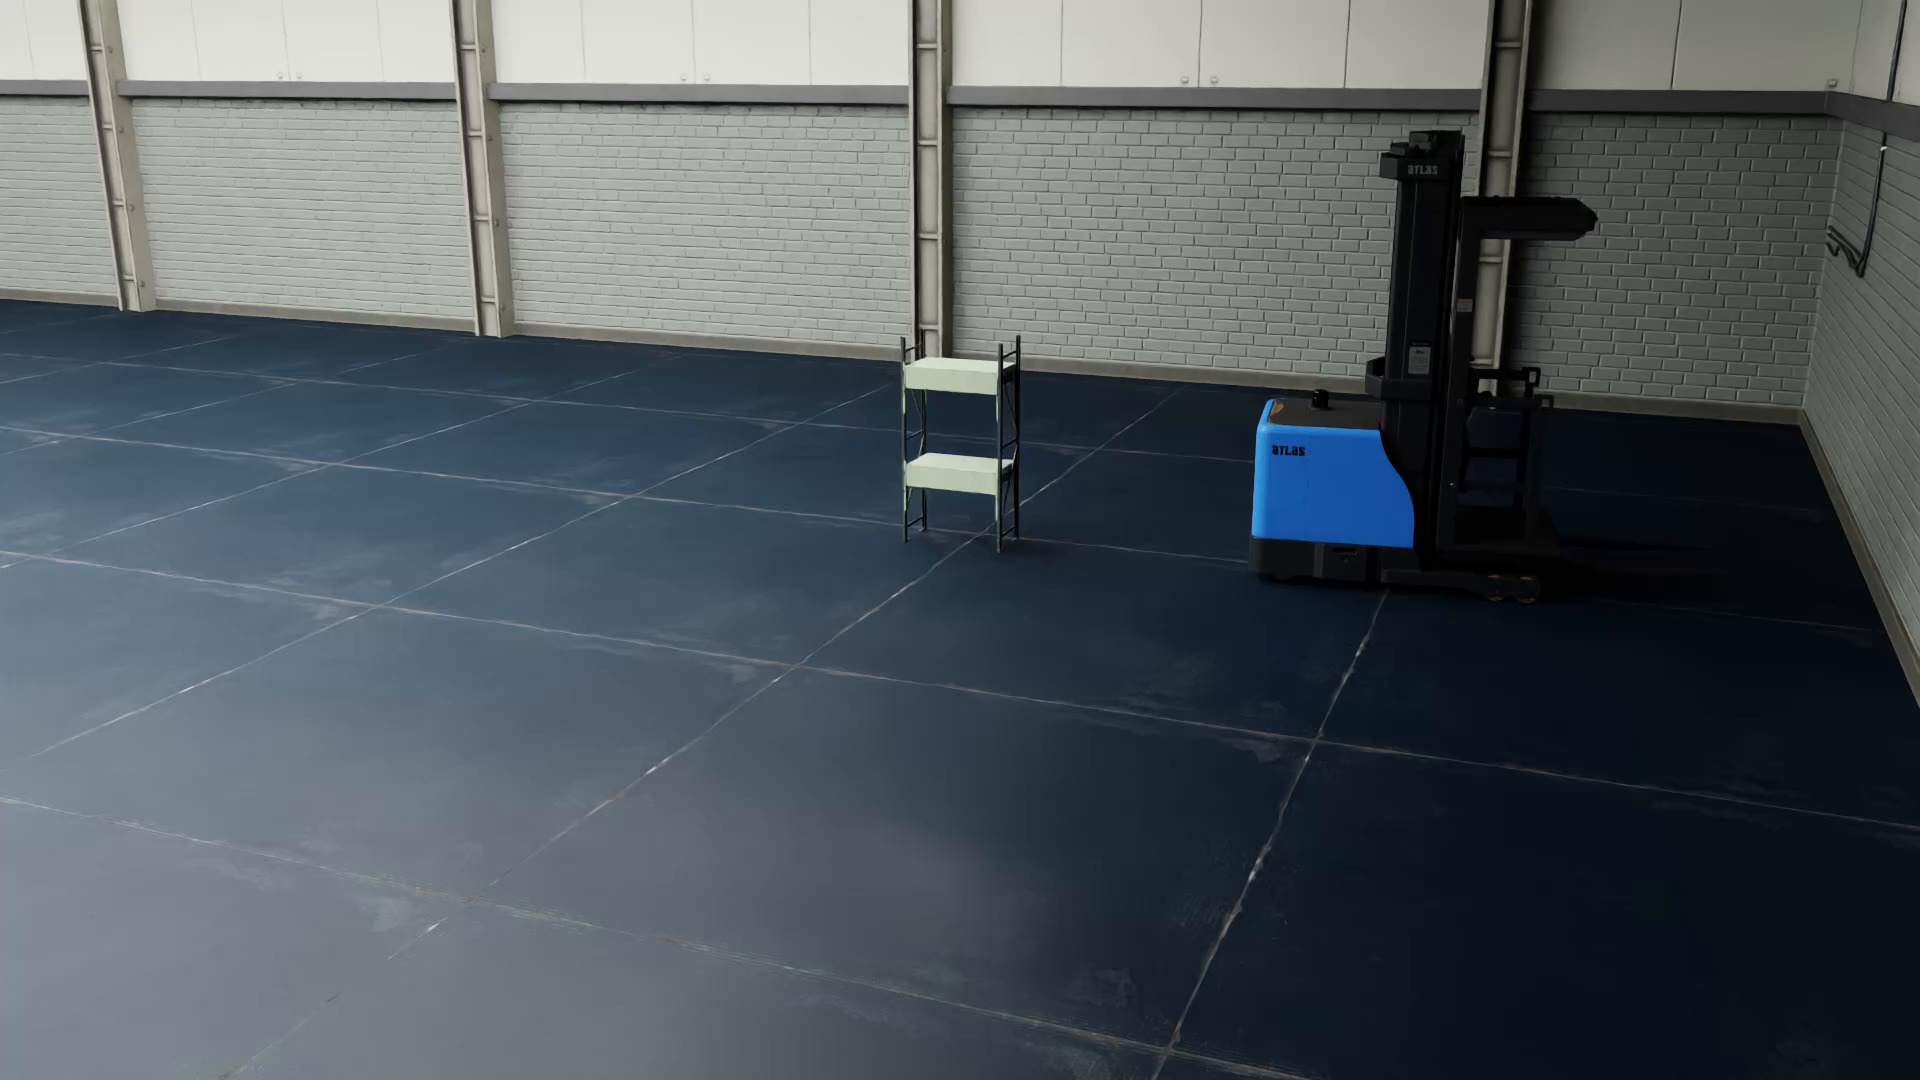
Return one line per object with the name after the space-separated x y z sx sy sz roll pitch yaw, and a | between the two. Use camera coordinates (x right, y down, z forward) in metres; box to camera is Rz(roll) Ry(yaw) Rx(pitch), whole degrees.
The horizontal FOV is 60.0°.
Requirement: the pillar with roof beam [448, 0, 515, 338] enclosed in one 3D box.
-7.485 -5.812 16.052 0.400 9.000 9.100 6 17 21 | pillar with roof beam

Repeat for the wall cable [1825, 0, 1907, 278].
7.513 -3.565 13.883 0.112 2.526 3.097 6 17 21 | wall cable

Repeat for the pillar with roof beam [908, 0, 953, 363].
-1.903 -5.198 13.938 0.400 9.000 9.100 6 17 21 | pillar with roof beam

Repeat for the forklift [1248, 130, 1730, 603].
3.523 -1.163 10.924 3.031 2.935 1.130 4 17 13 | forklift

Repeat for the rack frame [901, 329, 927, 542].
-0.334 -0.757 12.091 0.023 1.500 0.400 6 17 21 | rack frame

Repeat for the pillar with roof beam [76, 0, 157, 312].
-13.066 -6.425 18.166 0.400 9.000 9.100 6 17 21 | pillar with roof beam

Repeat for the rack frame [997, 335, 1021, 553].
0.347 -0.682 11.833 0.023 1.500 0.400 6 17 21 | rack frame

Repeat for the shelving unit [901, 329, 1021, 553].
0.006 -0.720 11.962 0.755 1.500 0.431 6 17 21 | shelving unit

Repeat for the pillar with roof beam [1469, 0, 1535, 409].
3.678 -4.584 11.823 0.400 9.000 9.100 6 17 21 | pillar with roof beam

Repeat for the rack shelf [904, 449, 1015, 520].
0.006 -0.406 12.053 0.720 0.370 0.431 6 17 21 | rack shelf

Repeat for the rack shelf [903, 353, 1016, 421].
0.006 -1.094 11.853 0.720 0.370 0.431 6 17 21 | rack shelf
